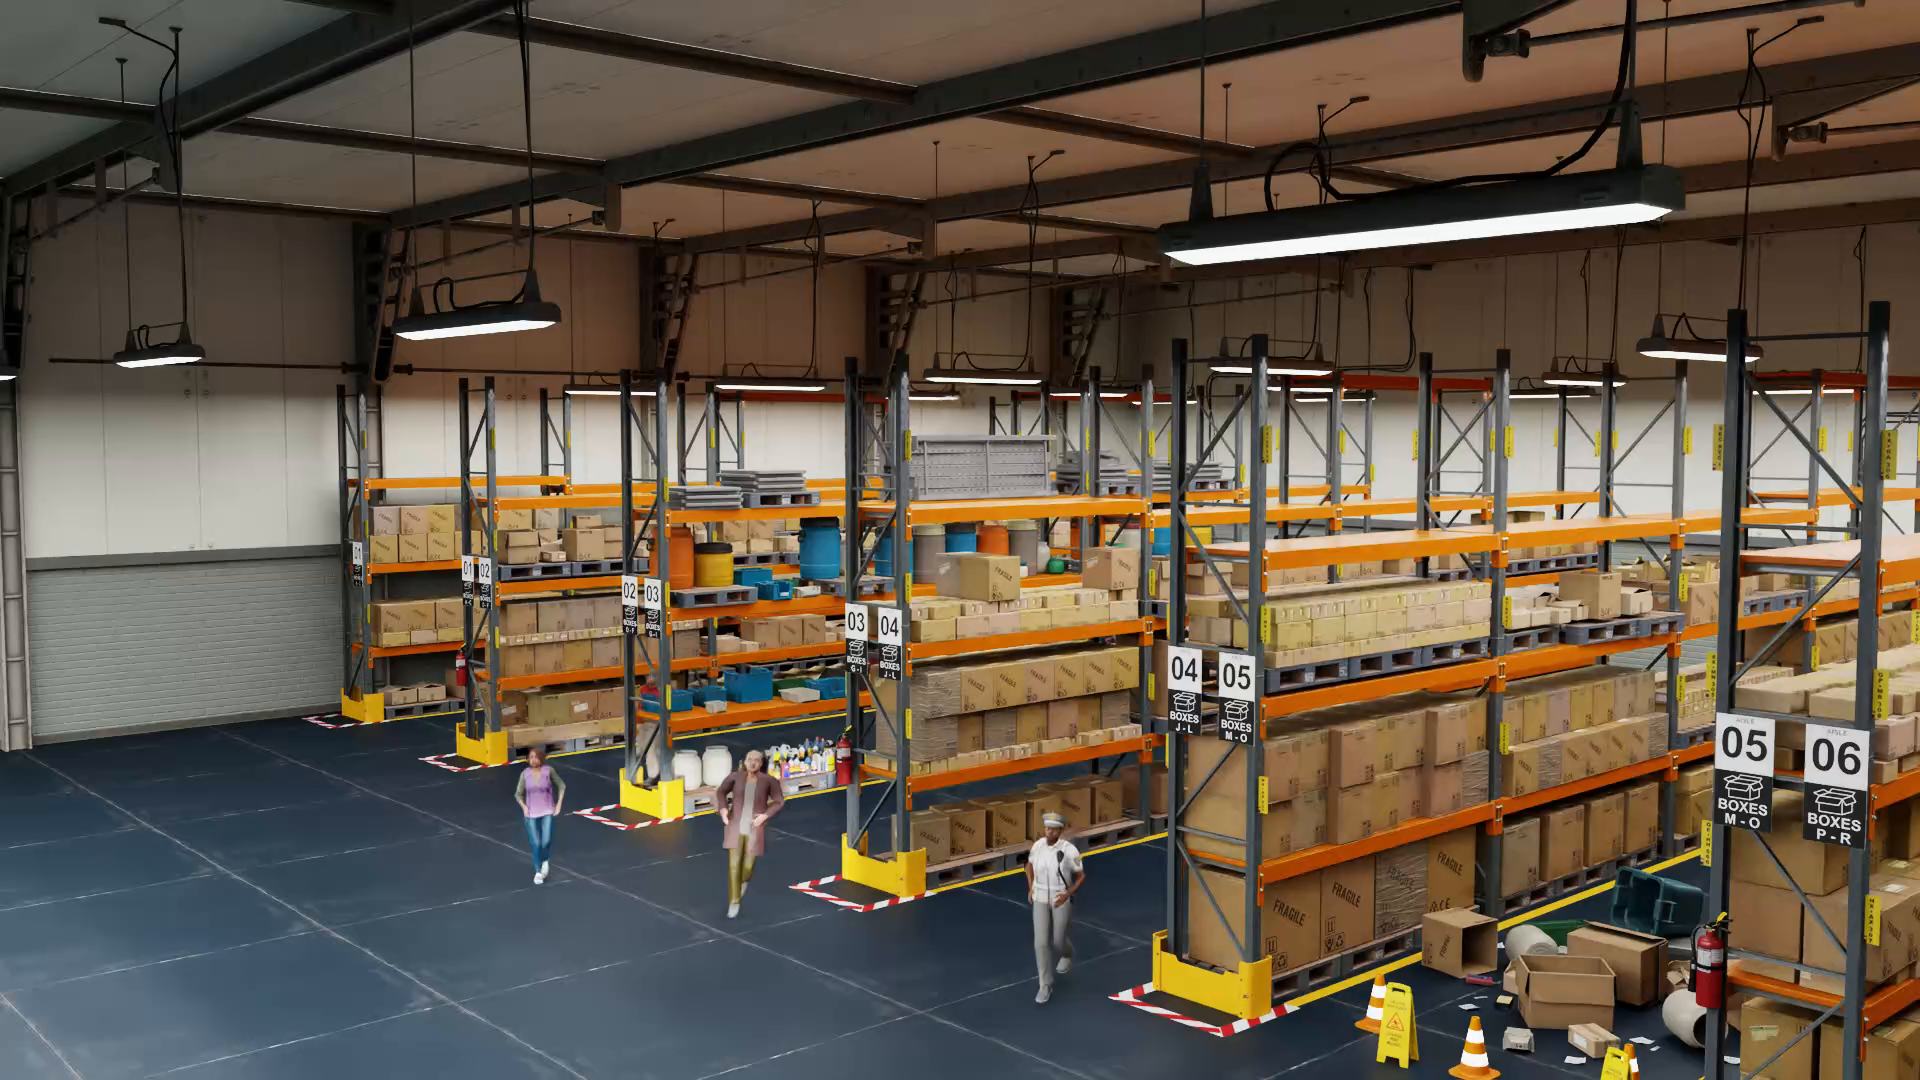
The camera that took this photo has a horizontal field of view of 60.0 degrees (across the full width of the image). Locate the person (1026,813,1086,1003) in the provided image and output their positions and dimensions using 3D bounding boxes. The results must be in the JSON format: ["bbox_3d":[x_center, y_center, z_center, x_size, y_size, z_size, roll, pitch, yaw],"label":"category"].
[{"bbox_3d":[0.873,3.329,15.348,0.592,1.689,0.797,1,4,19],"label":"person"}]

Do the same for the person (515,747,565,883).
[{"bbox_3d":[-4.789,3.145,18.941,0.552,1.560,0.500,-1,4,-8],"label":"person"}]

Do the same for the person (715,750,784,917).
[{"bbox_3d":[-2.280,3.235,18.032,0.753,1.546,0.802,0,4,0],"label":"person"}]

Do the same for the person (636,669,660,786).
[{"bbox_3d":[-4.493,2.730,24.398,0.664,1.684,0.590,2,4,33],"label":"person"}]
